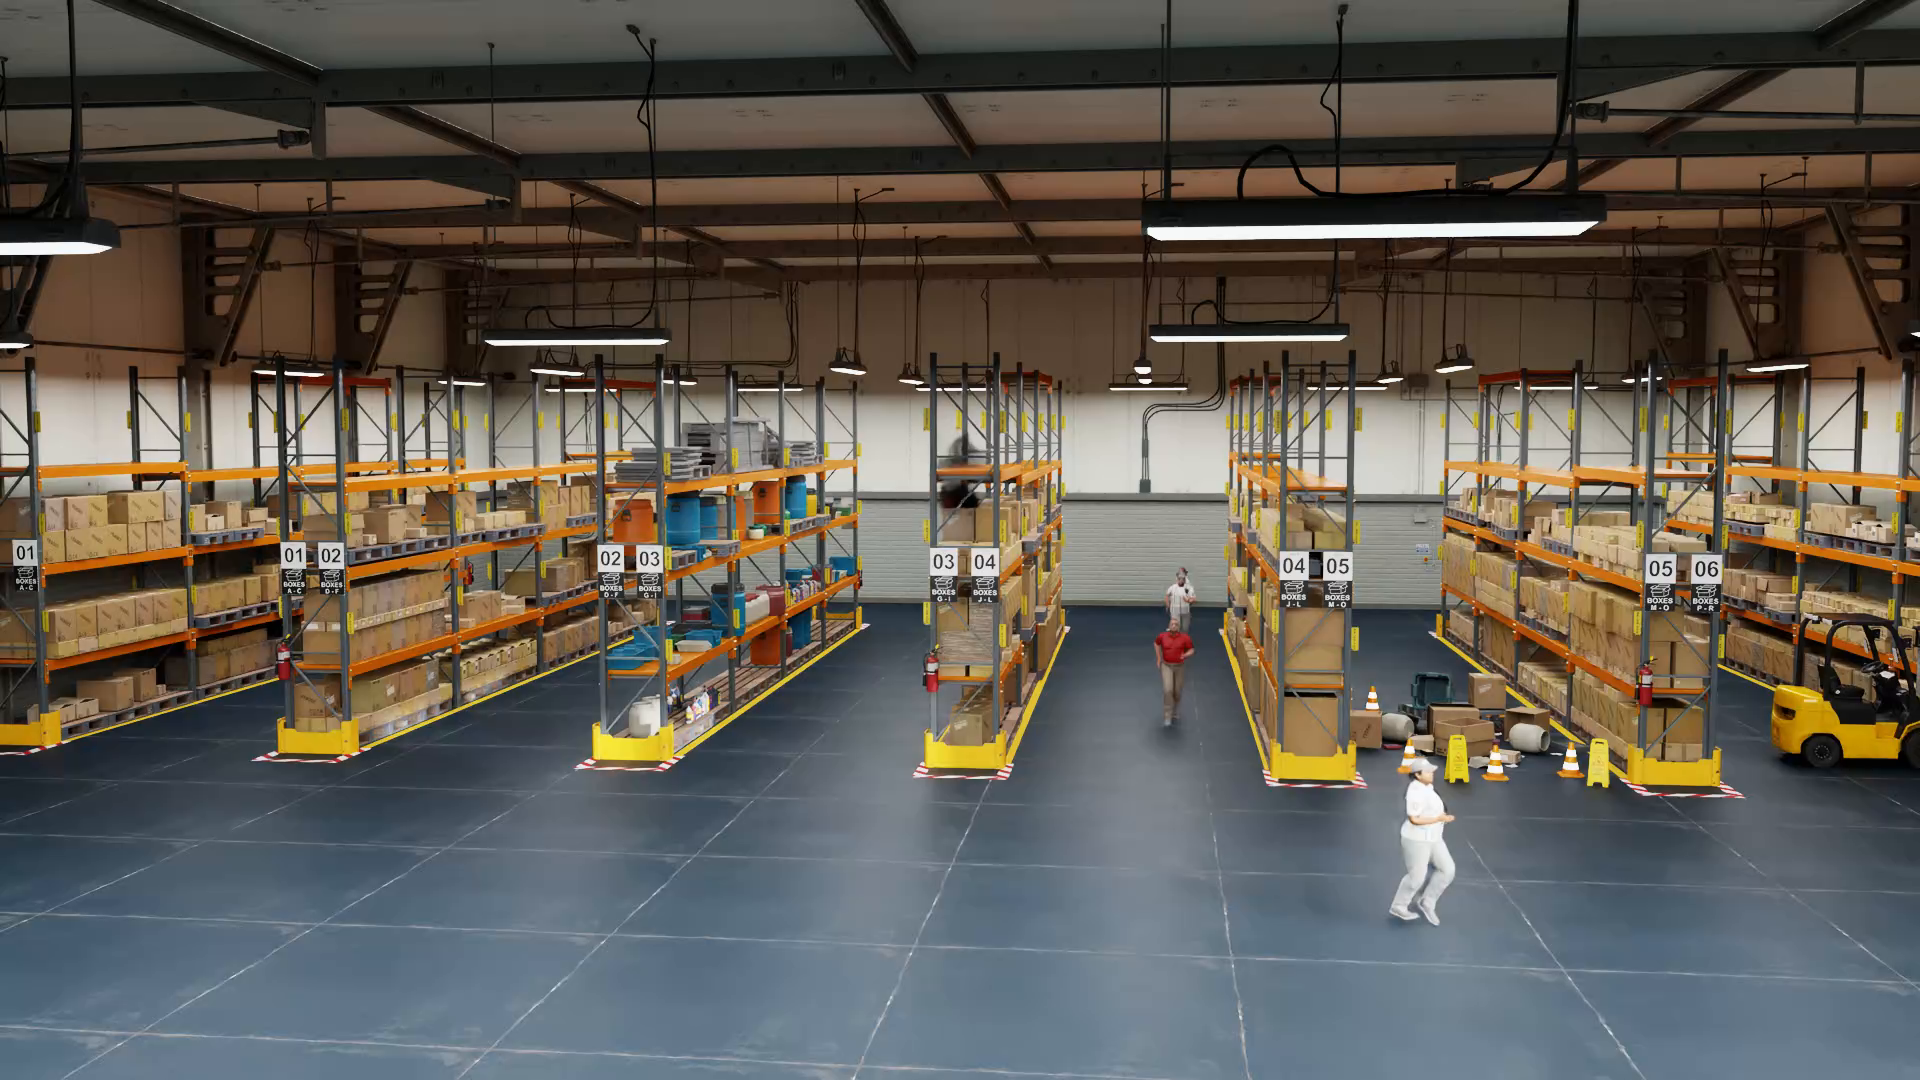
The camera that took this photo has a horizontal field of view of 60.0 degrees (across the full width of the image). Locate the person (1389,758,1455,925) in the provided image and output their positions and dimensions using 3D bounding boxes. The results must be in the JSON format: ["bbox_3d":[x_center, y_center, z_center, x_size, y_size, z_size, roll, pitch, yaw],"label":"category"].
[{"bbox_3d":[4.629,3.014,16.551,0.661,1.695,0.586,3,5,38],"label":"person"}]

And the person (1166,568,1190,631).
[{"bbox_3d":[5.333,1.418,40.003,0.581,1.541,0.582,-3,5,-37],"label":"person"}]

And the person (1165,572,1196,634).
[{"bbox_3d":[4.735,1.597,35.707,0.637,1.851,0.800,0,4,3],"label":"person"}]

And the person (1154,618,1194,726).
[{"bbox_3d":[3.581,2.192,27.746,0.645,1.789,0.788,0,4,2],"label":"person"}]
